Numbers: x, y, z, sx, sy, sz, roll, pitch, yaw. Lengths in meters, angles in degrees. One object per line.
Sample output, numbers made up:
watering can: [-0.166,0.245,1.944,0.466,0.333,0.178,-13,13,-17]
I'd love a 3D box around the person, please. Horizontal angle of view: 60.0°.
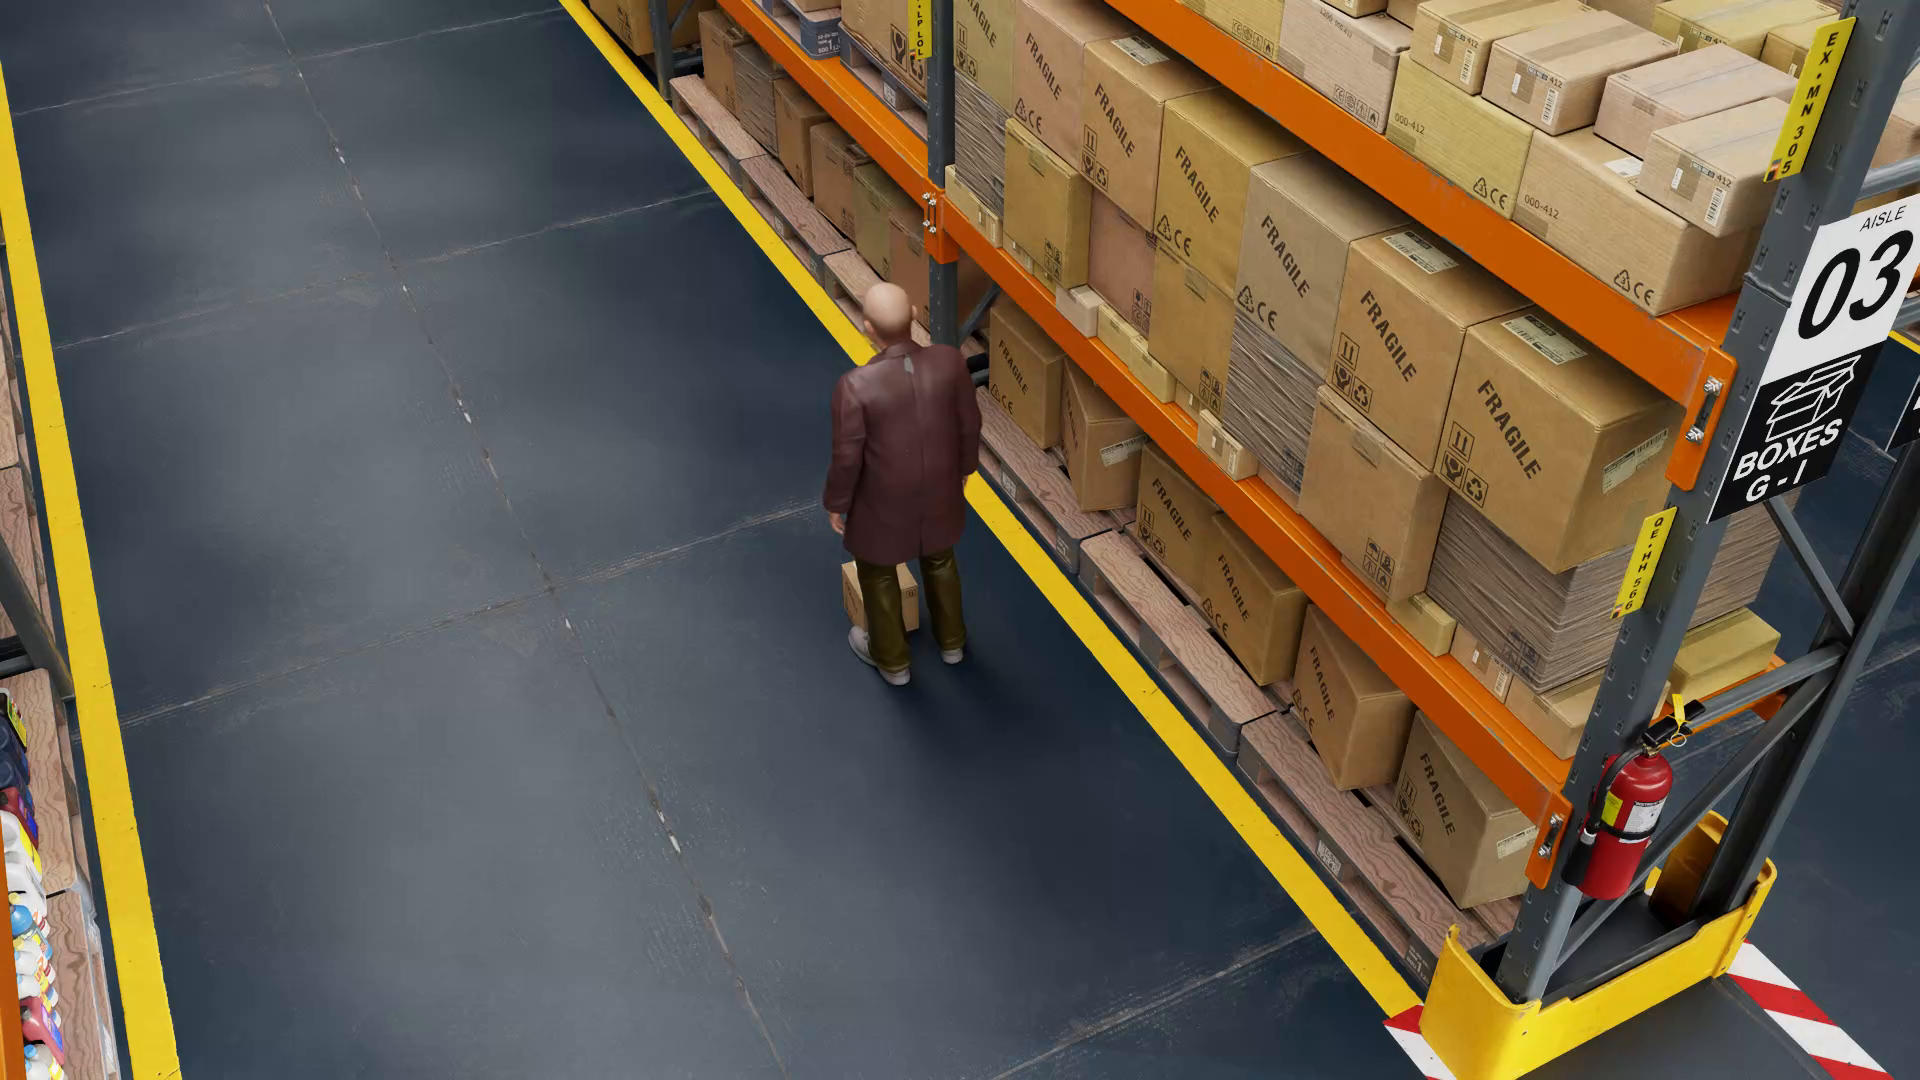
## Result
person: [-0.219,-0.197,6.398,0.644,1.774,0.425,-18,44,-19]
